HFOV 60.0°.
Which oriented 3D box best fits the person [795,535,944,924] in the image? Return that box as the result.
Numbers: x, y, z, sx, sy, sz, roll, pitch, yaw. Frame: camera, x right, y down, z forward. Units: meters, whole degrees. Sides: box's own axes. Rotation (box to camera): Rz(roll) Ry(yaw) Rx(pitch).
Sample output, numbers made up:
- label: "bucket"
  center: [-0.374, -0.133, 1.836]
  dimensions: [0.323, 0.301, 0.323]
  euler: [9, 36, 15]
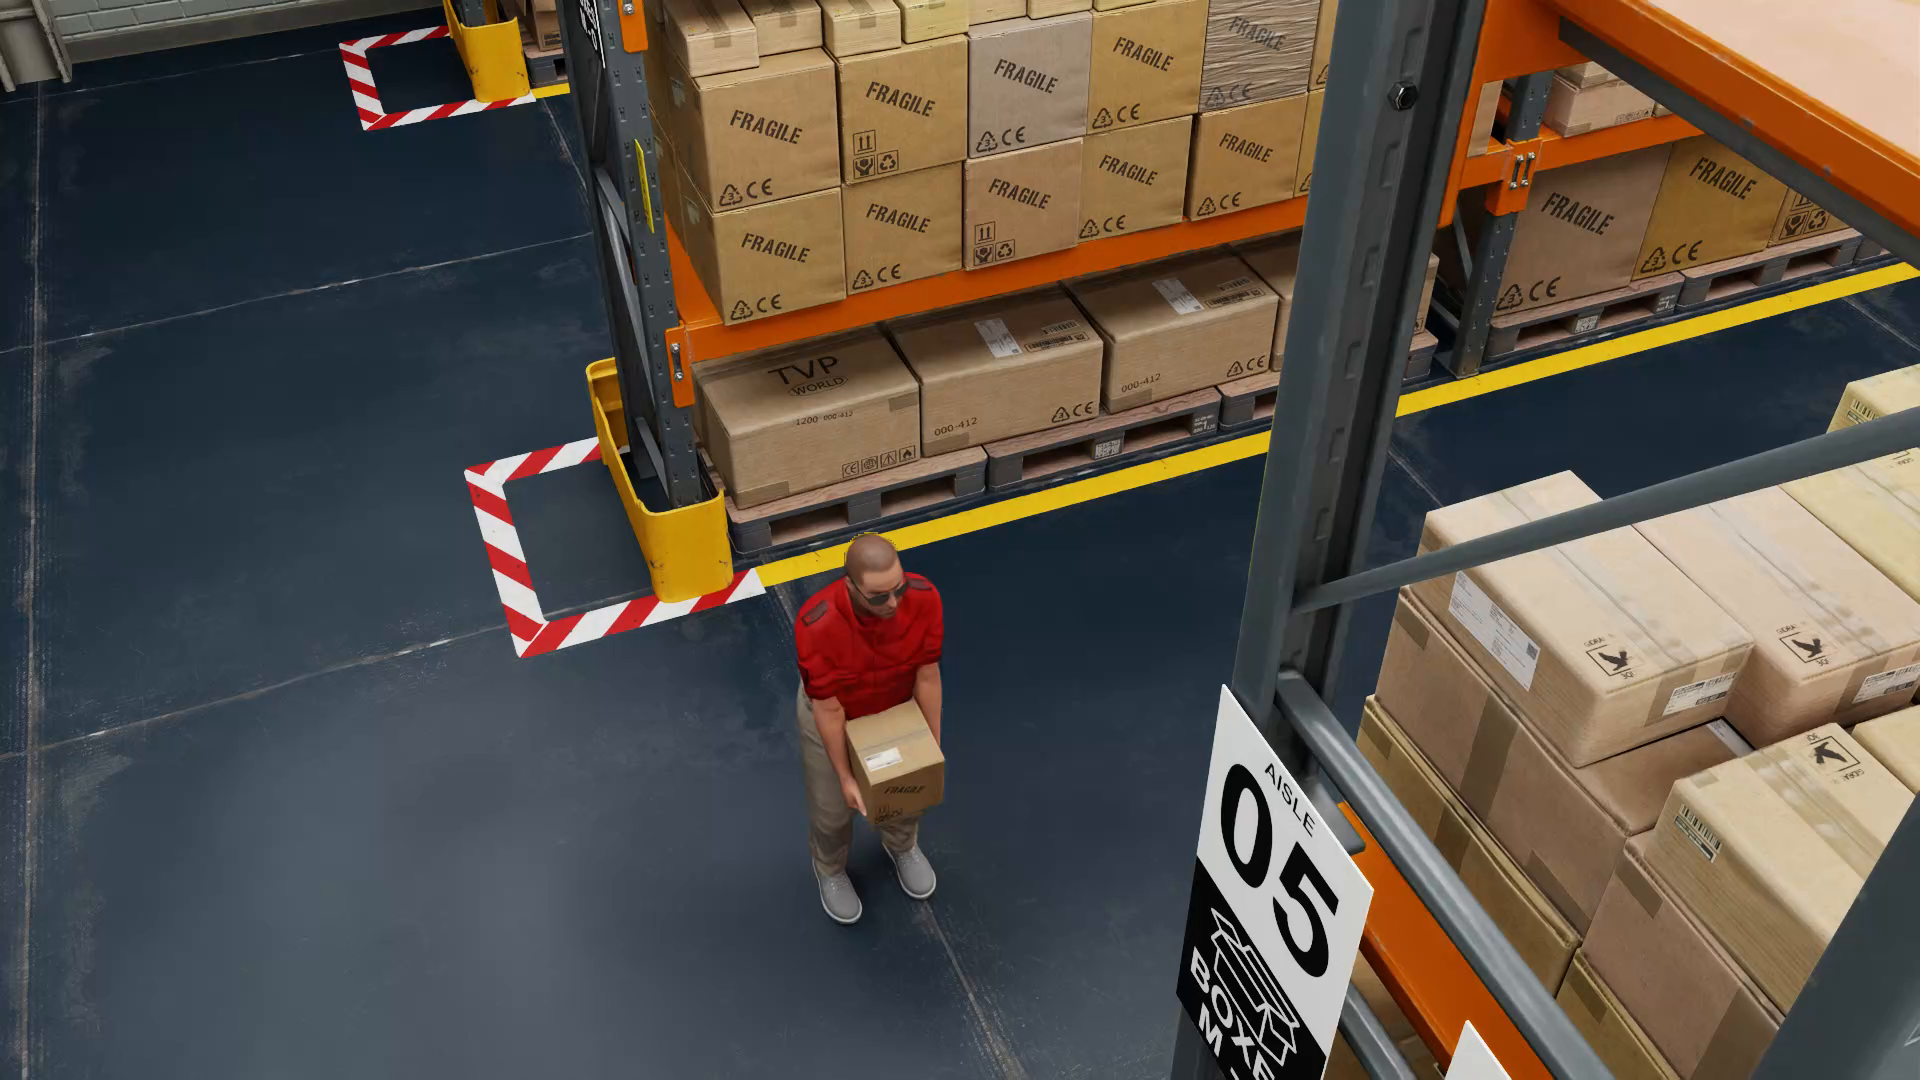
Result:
- label: "person"
  center: [-0.276, 0.633, 5.475]
  dimensions: [0.485, 1.711, 0.572]
  euler: [-16, 44, -17]
